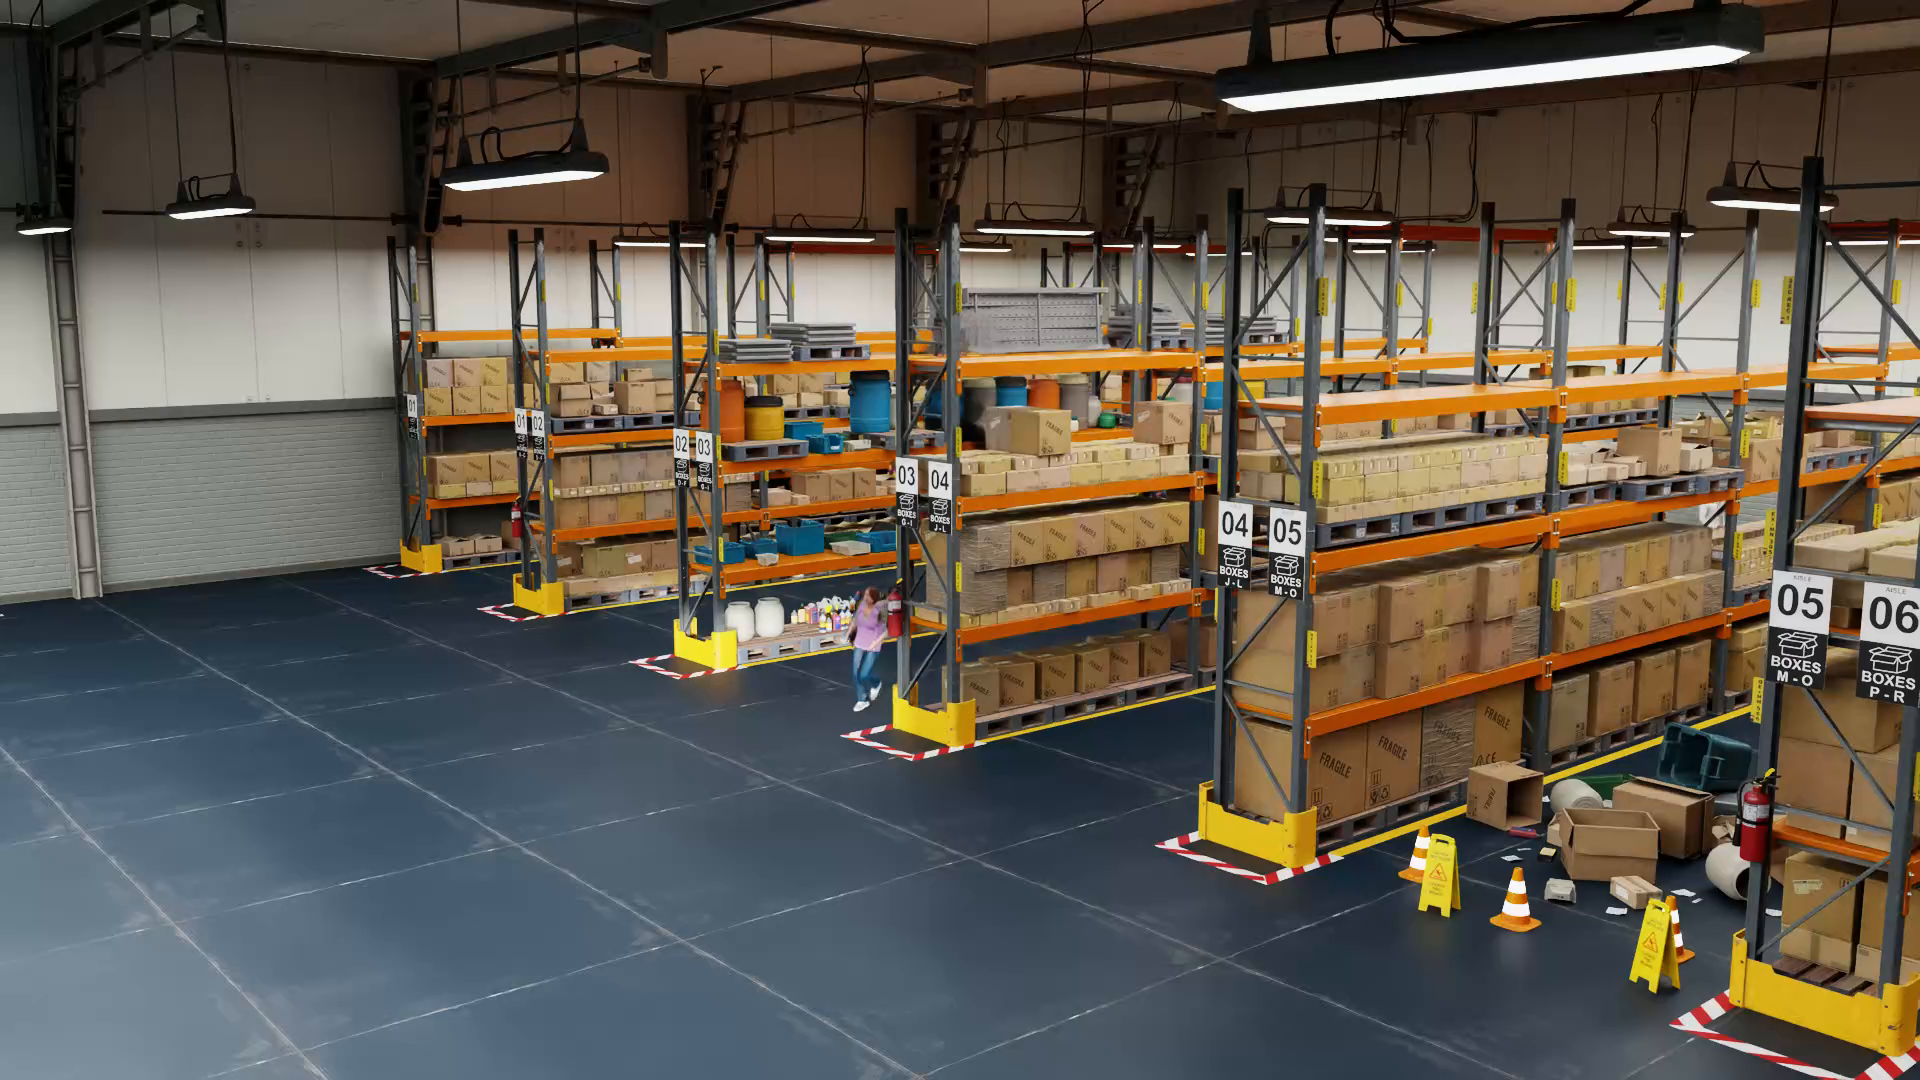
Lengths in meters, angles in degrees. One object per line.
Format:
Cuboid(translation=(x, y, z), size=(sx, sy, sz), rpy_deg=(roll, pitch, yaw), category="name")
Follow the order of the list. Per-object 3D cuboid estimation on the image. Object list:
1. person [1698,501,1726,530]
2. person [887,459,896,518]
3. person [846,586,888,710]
Cuboid(translation=(13.171, -0.128, 28.936), size=(0.699, 1.710, 0.608), rpy_deg=(-3, 9, -19), category="person")
Cuboid(translation=(-1.250, -0.955, 34.326), size=(0.900, 1.749, 0.726), rpy_deg=(-7, 12, -40), category="person")
Cuboid(translation=(-1.103, 1.321, 20.231), size=(0.563, 1.551, 0.584), rpy_deg=(6, 10, 32), category="person")
